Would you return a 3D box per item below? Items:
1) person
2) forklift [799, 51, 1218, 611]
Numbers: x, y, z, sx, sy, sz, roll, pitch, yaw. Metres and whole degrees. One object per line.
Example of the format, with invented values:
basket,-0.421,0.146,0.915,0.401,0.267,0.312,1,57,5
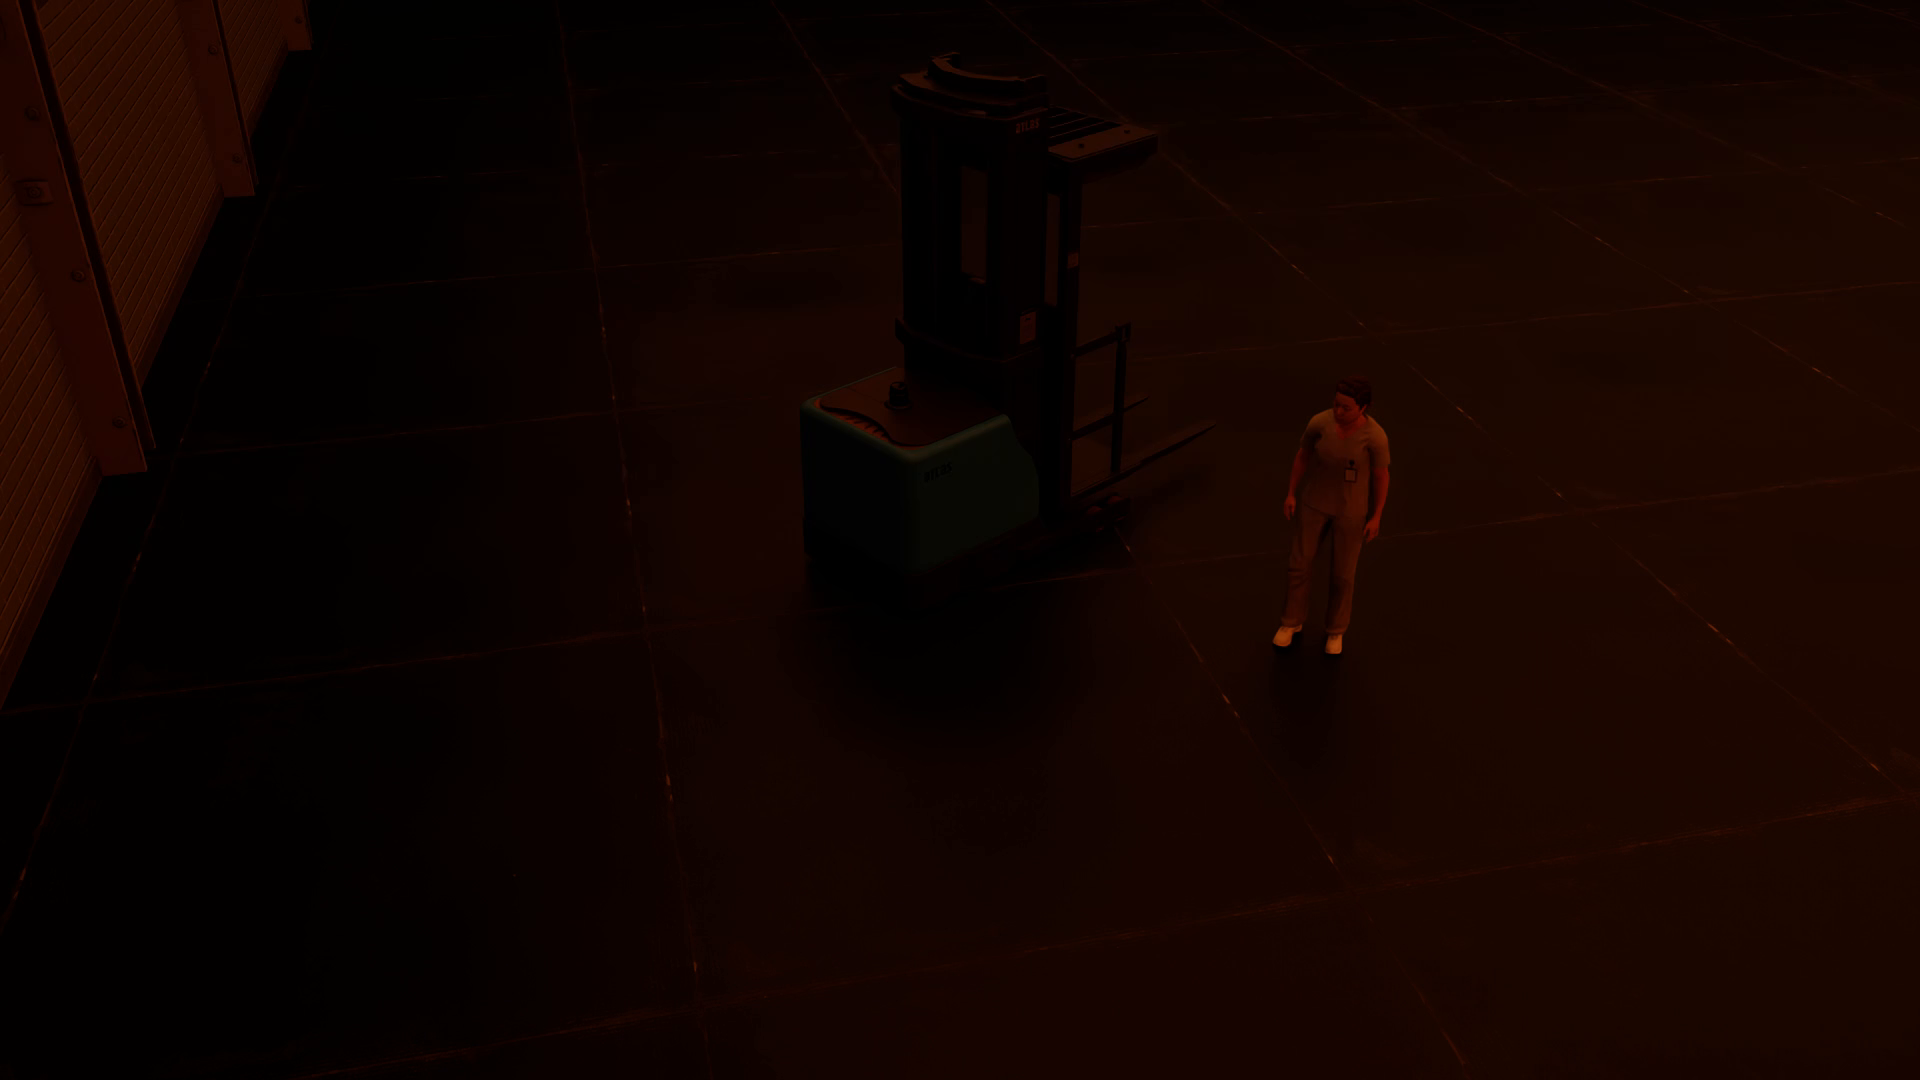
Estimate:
person,2.033,-0.146,9.093,0.540,1.664,0.387,14,33,23
forklift,0.453,-1.485,10.140,3.031,2.935,1.130,-26,39,-37
